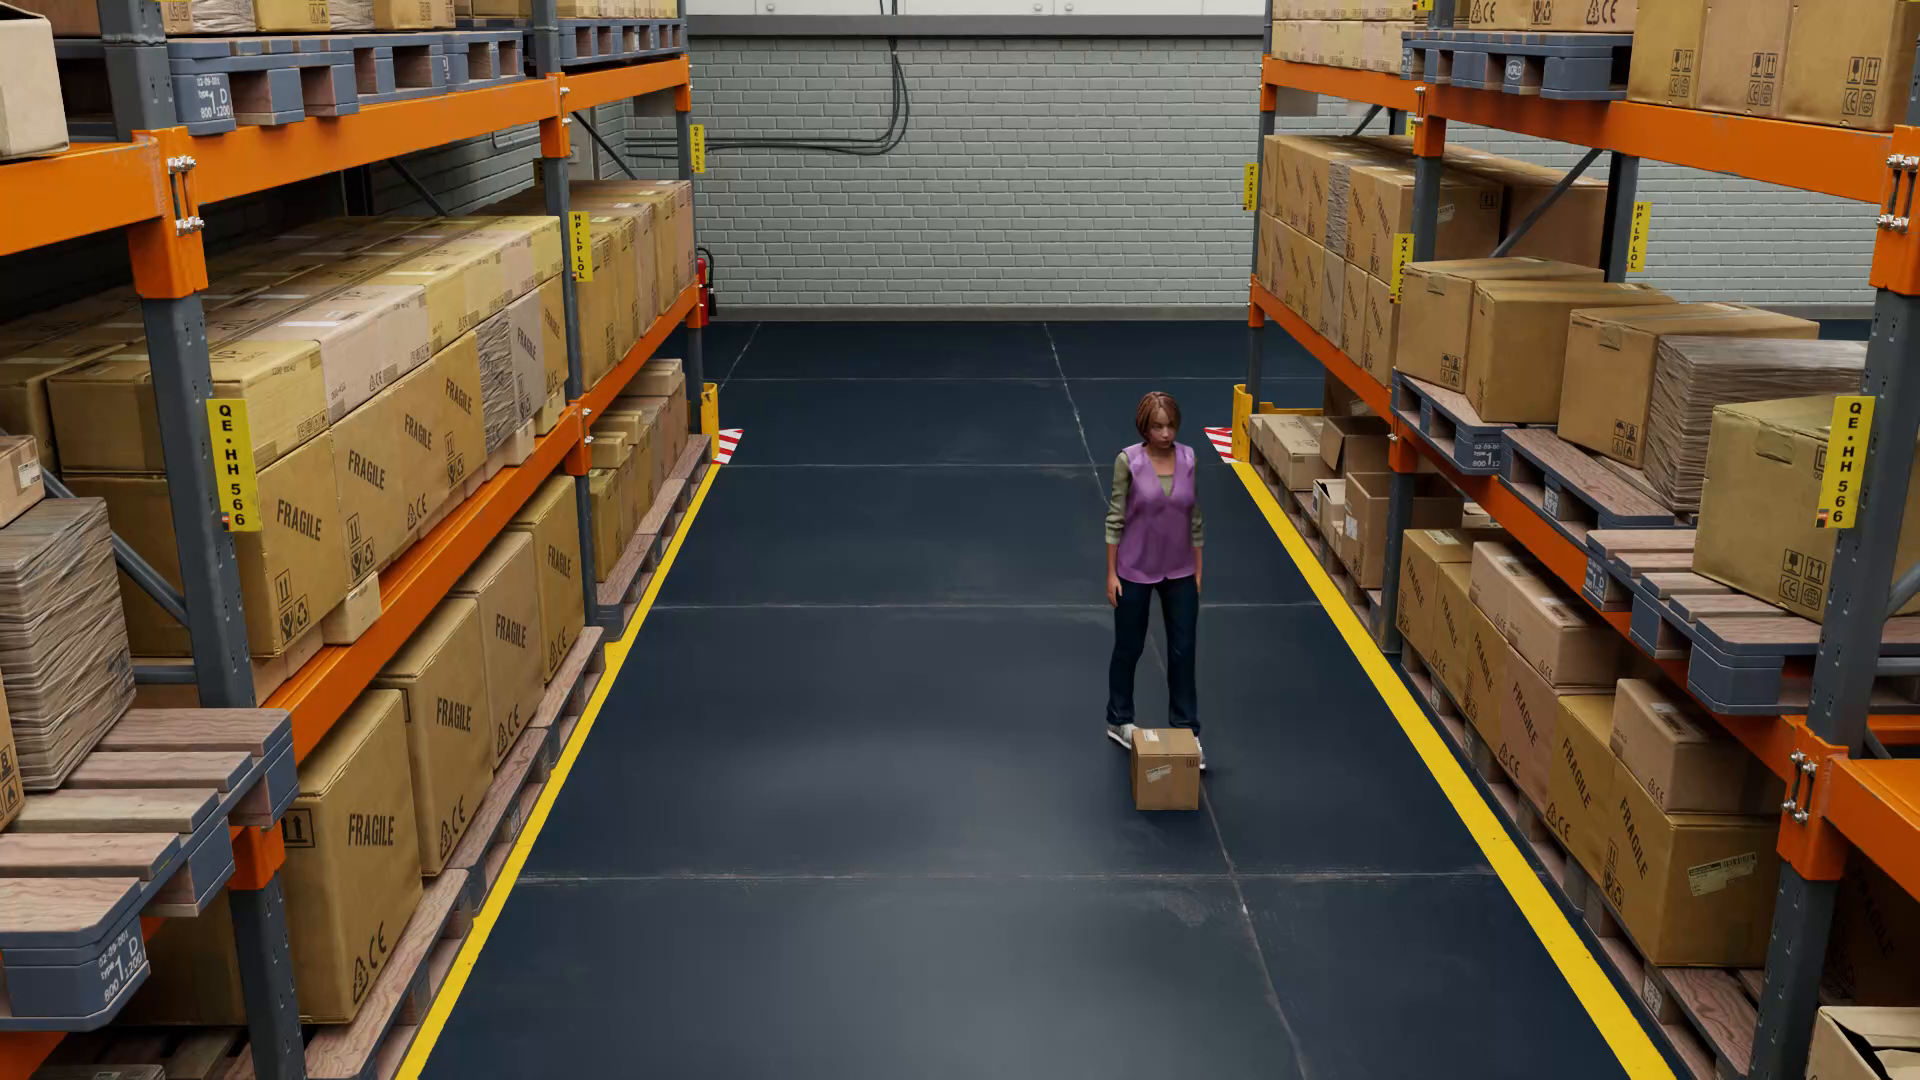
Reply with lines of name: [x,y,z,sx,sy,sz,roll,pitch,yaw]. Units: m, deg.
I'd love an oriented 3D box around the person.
person: [0.845,0.172,7.019,0.433,1.583,0.535,-3,18,-11]
